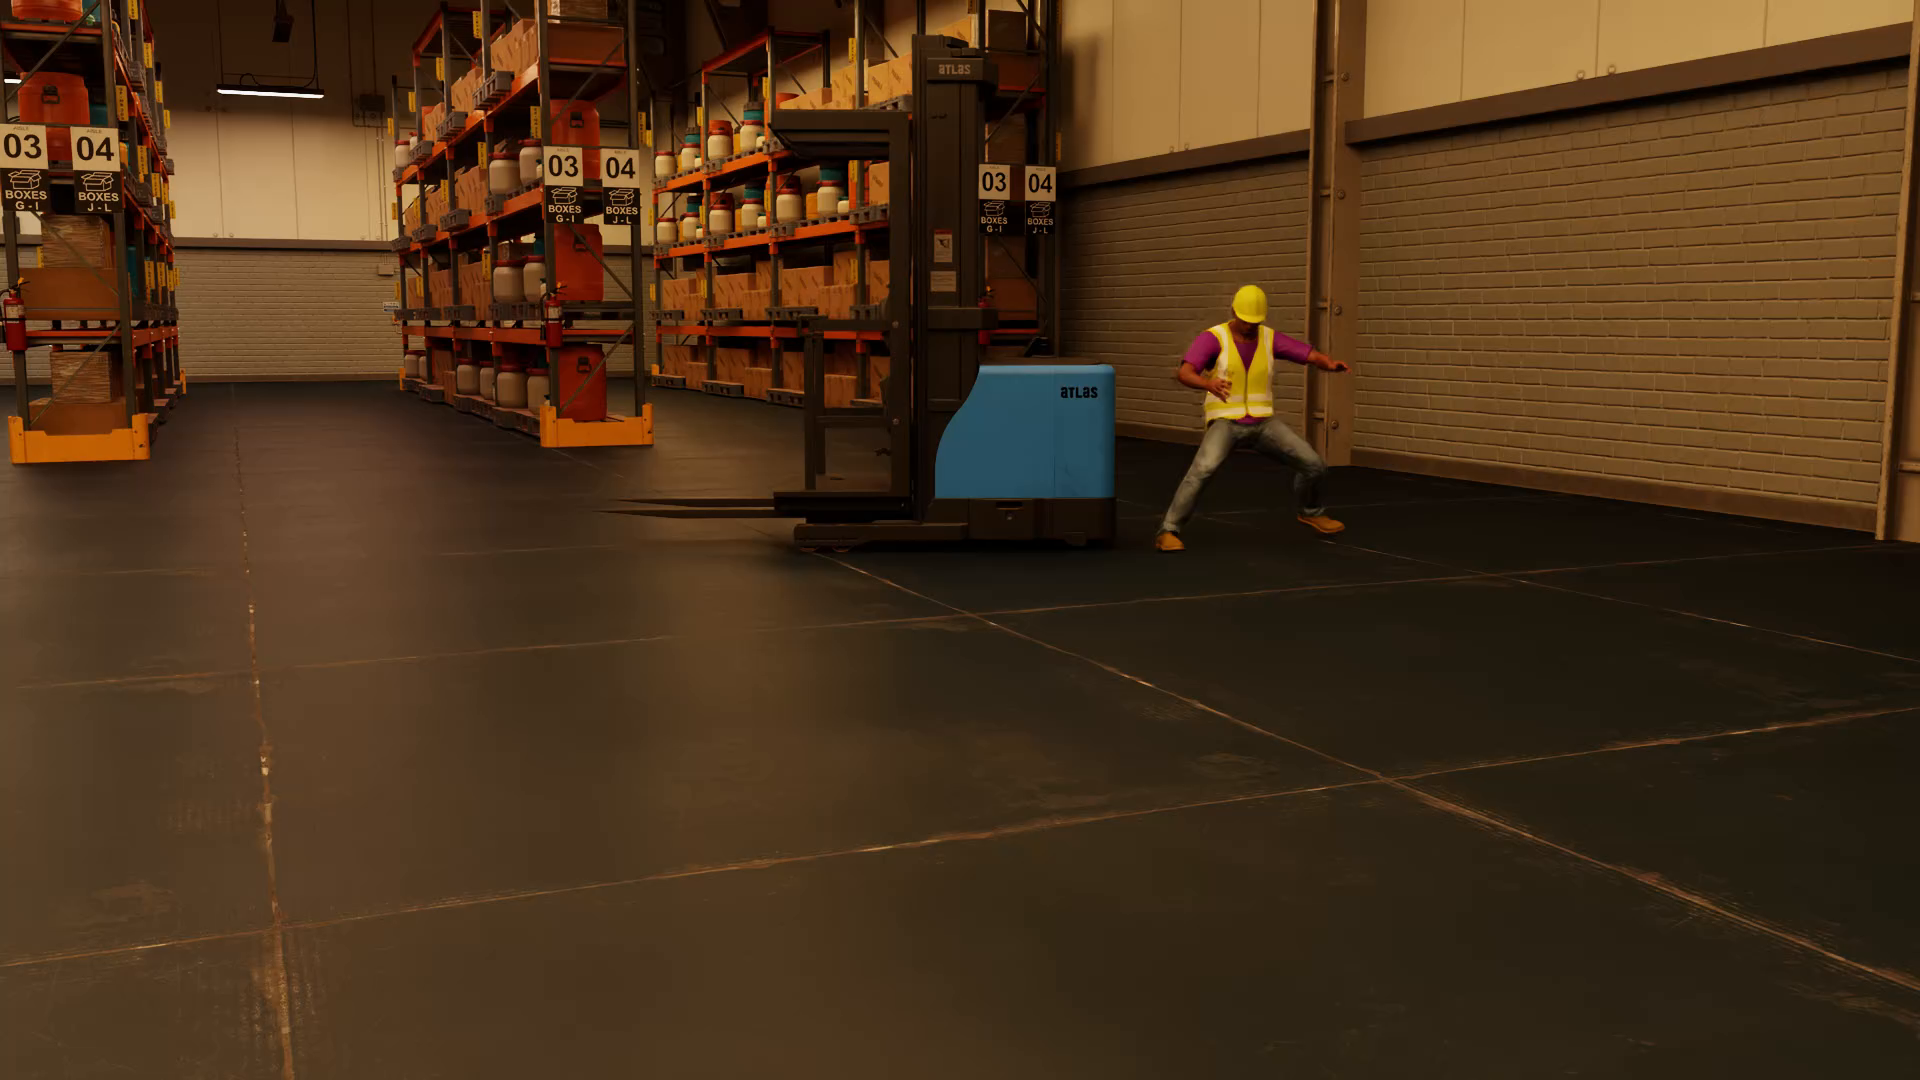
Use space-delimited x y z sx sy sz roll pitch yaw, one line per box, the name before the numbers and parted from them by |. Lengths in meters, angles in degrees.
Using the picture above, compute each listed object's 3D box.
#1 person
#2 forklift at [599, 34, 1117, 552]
person | 1.763 -0.742 9.882 1.279 1.542 0.743 -1 8 -8
forklift | -0.610 -1.451 9.948 3.031 2.935 1.130 0 8 -1
